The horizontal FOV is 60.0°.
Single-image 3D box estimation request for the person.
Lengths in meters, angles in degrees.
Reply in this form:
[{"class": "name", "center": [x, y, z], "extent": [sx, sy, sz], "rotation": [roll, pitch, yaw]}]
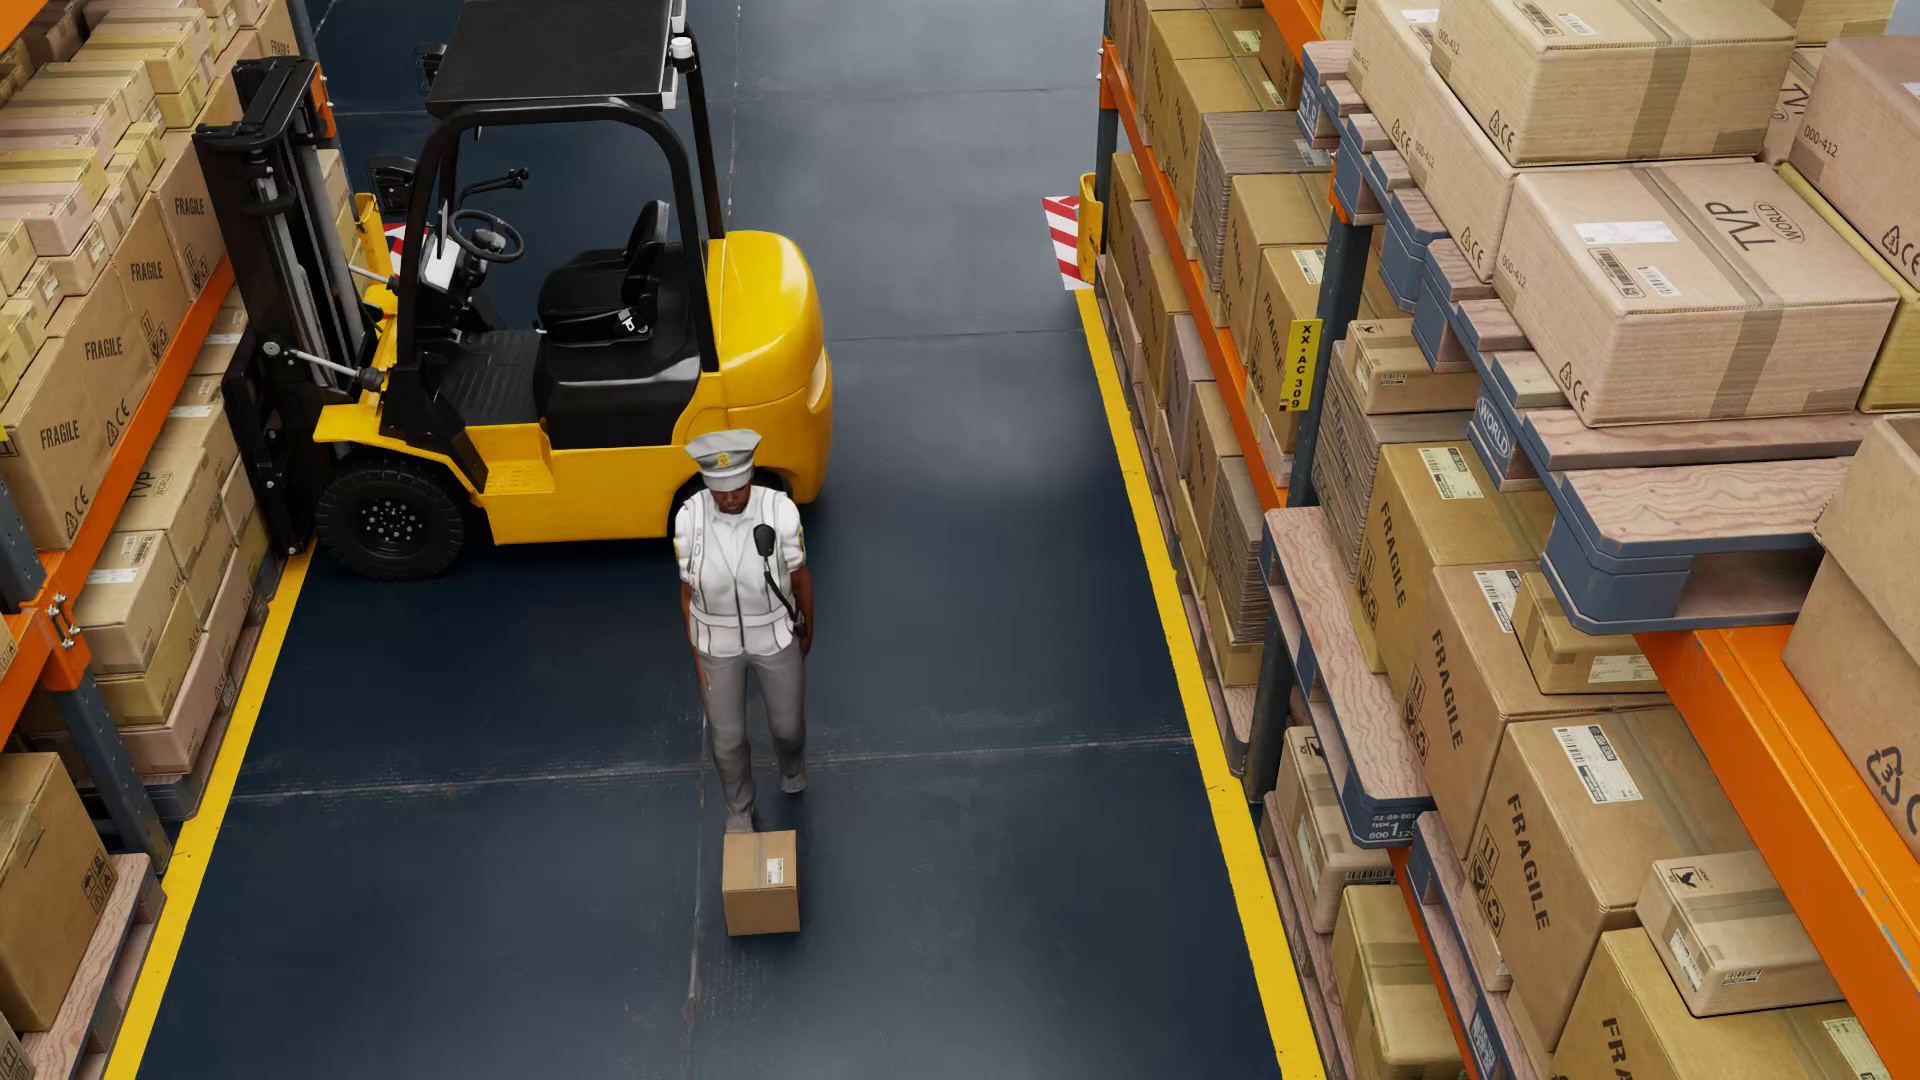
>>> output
[{"class": "person", "center": [-0.724, 0.393, 5.747], "extent": [0.445, 1.766, 0.502], "rotation": [-2, 39, -3]}]
